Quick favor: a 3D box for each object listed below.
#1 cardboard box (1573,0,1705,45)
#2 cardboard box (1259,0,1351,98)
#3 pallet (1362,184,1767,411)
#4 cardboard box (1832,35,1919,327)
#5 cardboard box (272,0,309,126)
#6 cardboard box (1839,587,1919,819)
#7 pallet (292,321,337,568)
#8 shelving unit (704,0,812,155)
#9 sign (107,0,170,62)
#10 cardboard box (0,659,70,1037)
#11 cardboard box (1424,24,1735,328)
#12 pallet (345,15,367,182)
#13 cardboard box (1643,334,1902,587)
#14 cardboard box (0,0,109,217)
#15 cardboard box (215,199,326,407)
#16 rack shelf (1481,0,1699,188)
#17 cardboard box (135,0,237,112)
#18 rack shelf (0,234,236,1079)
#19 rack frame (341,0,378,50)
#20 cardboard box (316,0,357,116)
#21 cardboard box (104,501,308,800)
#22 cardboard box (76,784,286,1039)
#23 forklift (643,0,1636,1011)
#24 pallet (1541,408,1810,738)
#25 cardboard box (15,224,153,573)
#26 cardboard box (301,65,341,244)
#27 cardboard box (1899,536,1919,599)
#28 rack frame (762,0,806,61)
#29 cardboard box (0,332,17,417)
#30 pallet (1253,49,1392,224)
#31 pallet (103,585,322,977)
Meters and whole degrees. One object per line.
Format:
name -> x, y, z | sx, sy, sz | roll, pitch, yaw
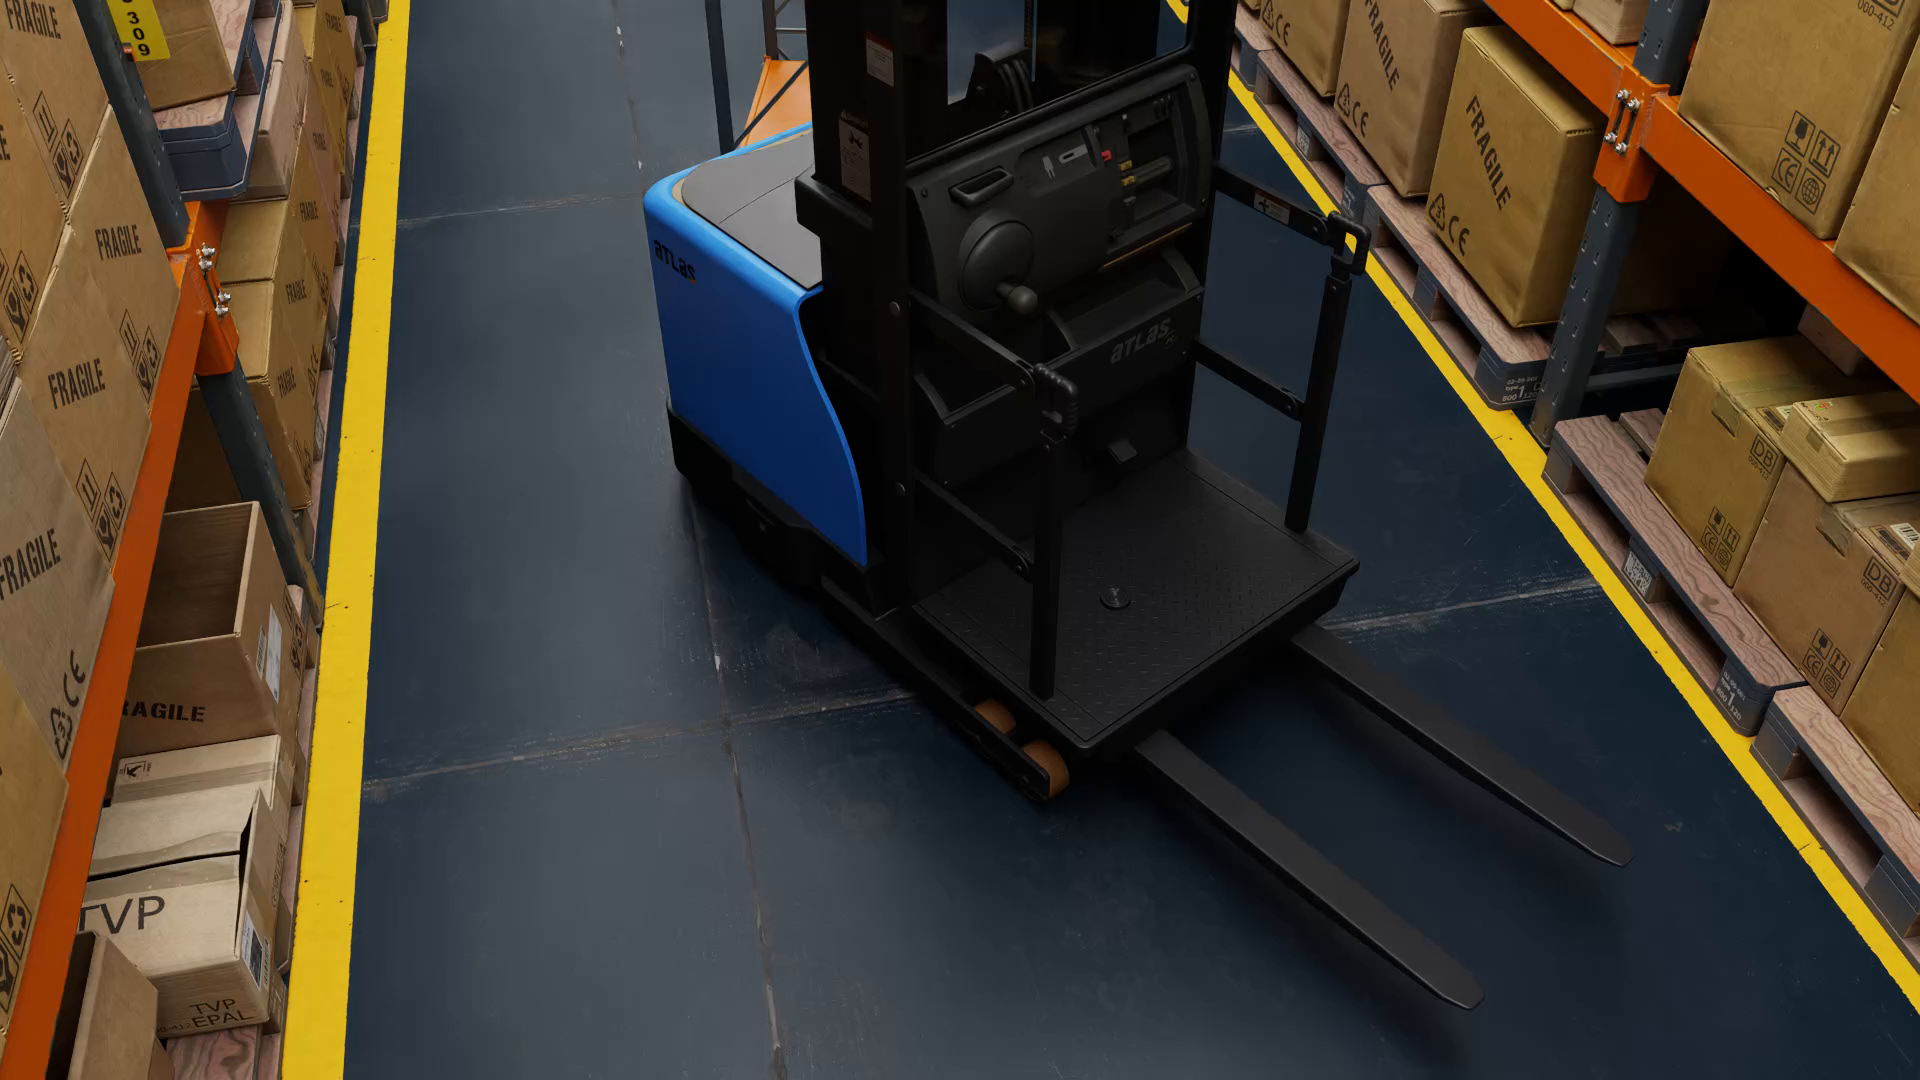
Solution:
cardboard box -> 2.089, -1.625, 4.996 | 0.380, 0.149, 0.250 | -8, 42, -9
cardboard box -> 1.788, -2.415, 7.014 | 0.750, 0.750, 0.750 | -9, 42, -9
pallet -> 2.198, -0.980, 6.195 | 1.003, 0.211, 1.213 | -8, 42, -9
cardboard box -> 2.691, -0.818, 3.685 | 0.980, 0.700, 0.700 | -9, 42, -10
cardboard box -> -2.589, -1.653, 5.839 | 0.500, 0.250, 0.500 | -9, 42, -10
cardboard box -> 2.713, 0.403, 4.103 | 0.700, 0.500, 0.500 | -7, 42, -8
pallet -> -2.611, -0.300, 5.429 | 1.003, 0.211, 1.213 | -8, 42, -9
shelving unit -> -0.514, -1.571, 5.891 | 0.587, 1.500, 1.083 | 2, 42, 2
sign -> -1.870, -1.228, 3.721 | 0.100, 0.325, 0.005 | -8, 42, -9
cardboard box -> -1.701, 0.425, 2.436 | 0.500, 0.500, 0.500 | -8, 42, -9
cardboard box -> 2.171, -1.289, 5.746 | 0.750, 0.750, 0.750 | -8, 42, -9
pallet -> -3.137, -1.882, 7.211 | 1.003, 0.211, 1.213 | -8, 42, -9
cardboard box -> 2.499, -0.256, 4.846 | 0.700, 0.500, 0.500 | -8, 42, -9
cardboard box -> -2.036, -0.942, 3.223 | 0.500, 0.500, 0.500 | -8, 42, -9
cardboard box -> -2.391, -0.743, 5.379 | 0.500, 0.500, 0.500 | -8, 42, -9
rack shelf -> 2.006, -2.561, 6.417 | 1.077, 0.370, 4.000 | -8, 42, -9
cardboard box -> -2.282, -1.355, 4.125 | 0.700, 0.500, 0.500 | -23, 46, -23
rack shelf -> -1.966, 0.744, 2.694 | 1.077, 0.370, 4.000 | -8, 42, -9
rack frame -> -3.262, -3.414, 6.836 | 1.000, 3.000, 0.127 | -8, 42, -9
cardboard box -> -2.830, -2.071, 6.875 | 0.500, 0.500, 0.500 | -7, 42, -8
cardboard box -> -1.998, 0.278, 4.229 | 0.500, 0.500, 0.500 | -8, 42, -9
cardboard box -> -1.836, 0.835, 3.744 | 0.500, 0.311, 0.500 | -8, 42, -9
forklift -> 0.409, -0.781, 3.921 | 1.130, 2.935, 3.031 | -30, 50, -29
pallet -> 2.526, 0.014, 5.076 | 1.003, 0.211, 1.213 | -8, 42, -9
cardboard box -> -1.927, -0.237, 3.182 | 0.500, 0.500, 0.500 | -7, 42, -8
cardboard box -> -2.600, -1.396, 6.115 | 0.500, 0.500, 0.500 | -10, 43, -11
cardboard box -> 2.508, 0.088, 3.970 | 0.380, 0.149, 0.250 | -9, 42, -11
rack frame -> -0.488, -1.915, 6.277 | 0.500, 1.500, 0.032 | 2, 42, 2
cardboard box -> -1.814, -0.283, 2.481 | 0.500, 0.500, 0.500 | -8, 42, -9
pallet -> 1.931, -1.772, 7.087 | 1.003, 0.211, 1.213 | -8, 42, -9
pallet -> -2.251, 0.667, 4.340 | 1.003, 0.211, 1.213 | -8, 42, -9
